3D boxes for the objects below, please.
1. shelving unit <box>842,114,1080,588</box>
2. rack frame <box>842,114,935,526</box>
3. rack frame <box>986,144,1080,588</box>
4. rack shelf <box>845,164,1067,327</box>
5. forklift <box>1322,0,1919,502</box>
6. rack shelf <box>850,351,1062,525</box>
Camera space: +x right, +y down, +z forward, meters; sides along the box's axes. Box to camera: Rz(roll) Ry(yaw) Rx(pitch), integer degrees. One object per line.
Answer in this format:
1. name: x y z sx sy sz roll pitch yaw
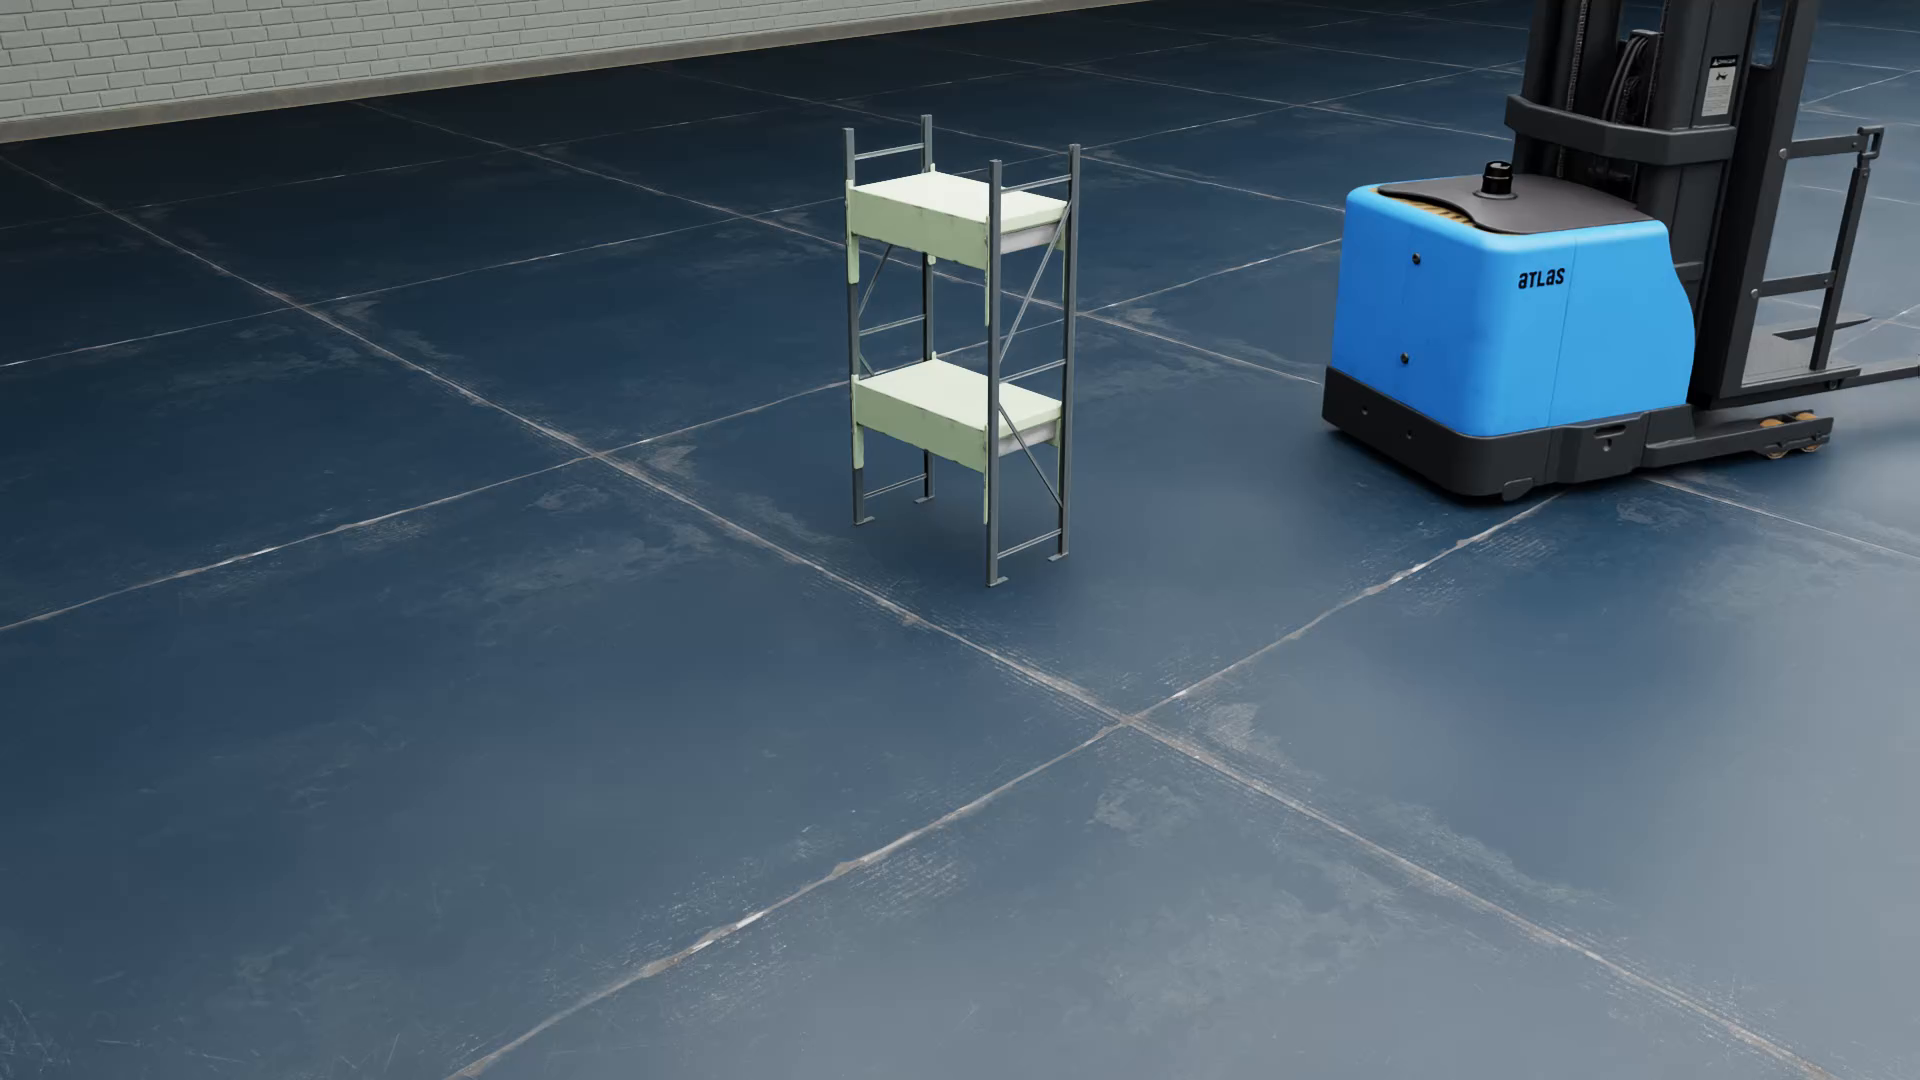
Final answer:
1. shelving unit: -0.005 -0.684 5.943 0.431 1.500 0.755 -21 32 -38
2. rack frame: -0.255 -0.795 6.186 0.400 1.500 0.023 -21 32 -38
3. rack frame: 0.246 -0.573 5.700 0.400 1.500 0.023 -21 32 -38
4. rack shelf: -0.005 -1.039 5.781 0.431 0.370 0.720 -21 32 -38
5. forklift: 3.146 -1.865 6.808 3.031 2.935 1.130 -10 26 -20
6. rack shelf: -0.005 -0.388 6.078 0.431 0.370 0.720 -21 32 -38
